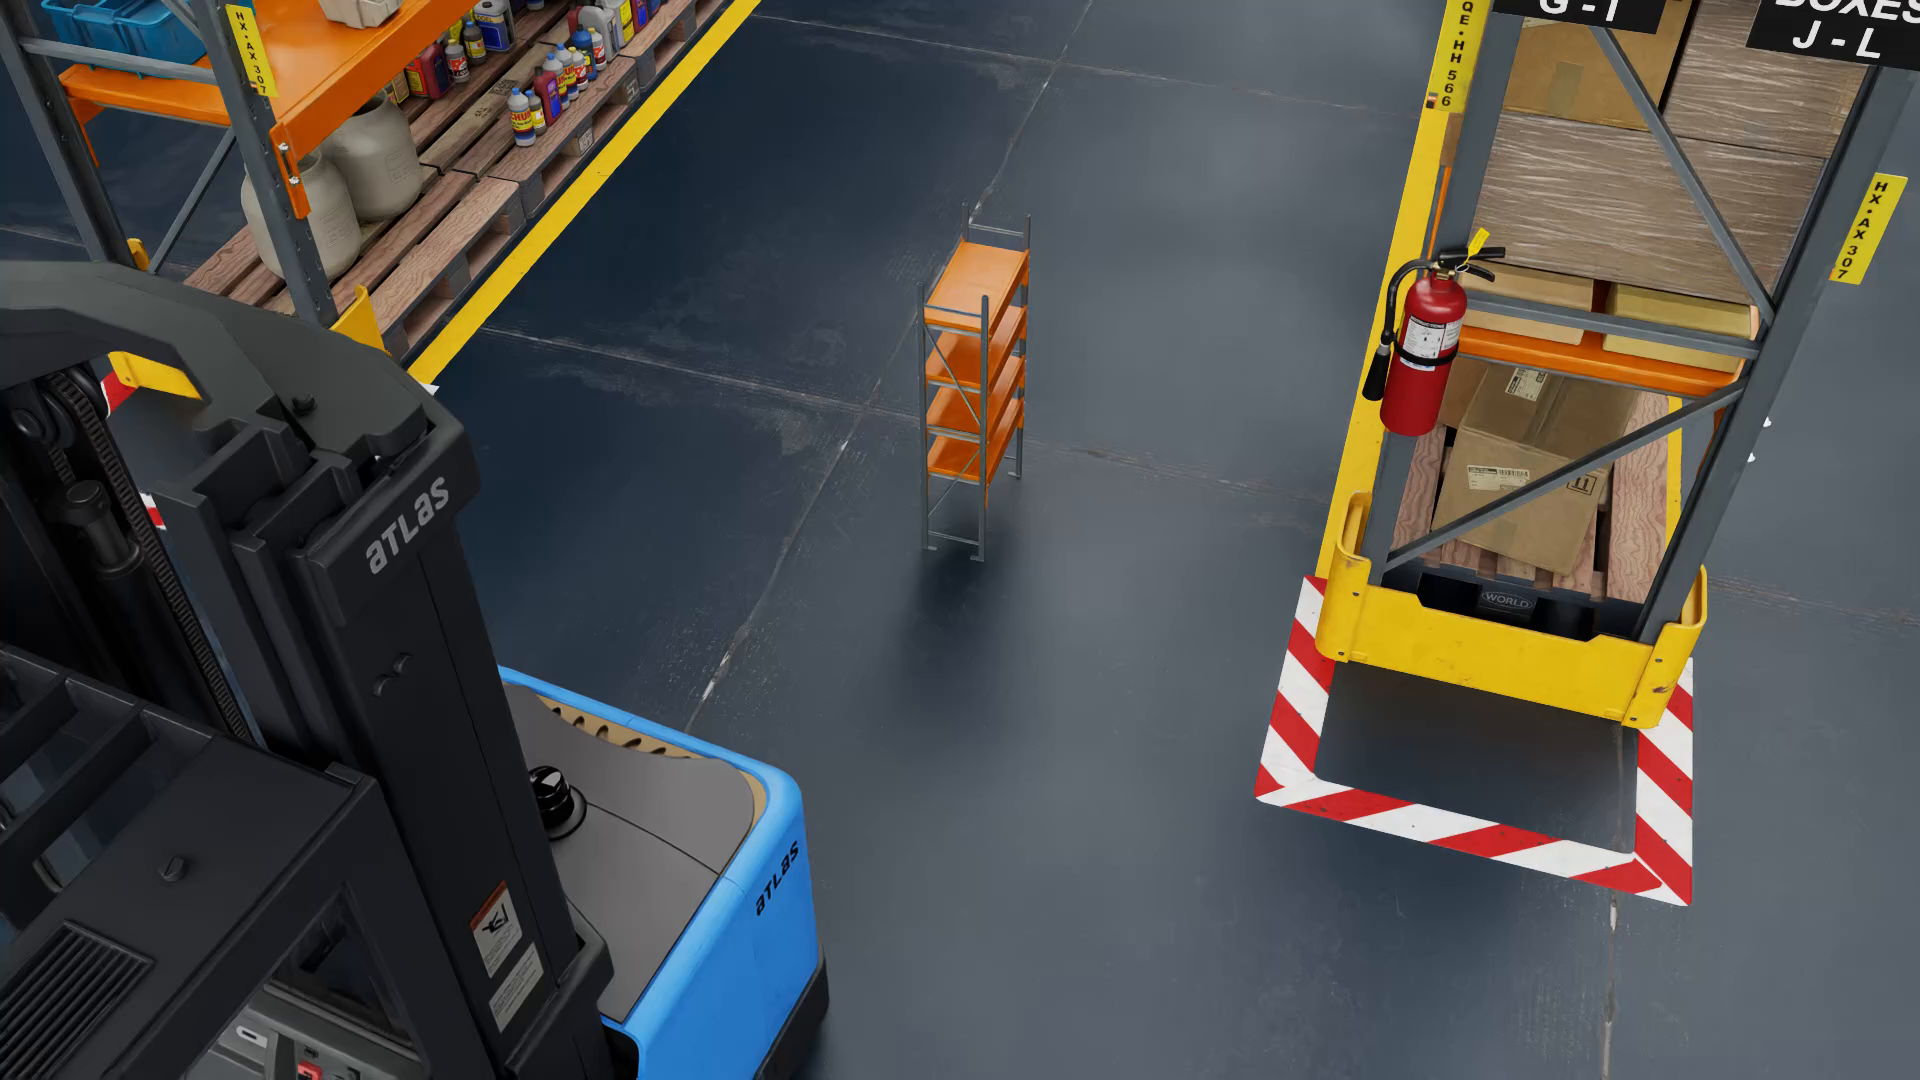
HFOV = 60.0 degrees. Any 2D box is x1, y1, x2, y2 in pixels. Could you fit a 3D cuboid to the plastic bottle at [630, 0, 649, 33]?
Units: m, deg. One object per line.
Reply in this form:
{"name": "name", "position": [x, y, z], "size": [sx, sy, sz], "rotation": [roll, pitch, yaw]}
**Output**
{"name": "plastic bottle", "position": [-1.675, -2.777, 8.570], "size": [0.061, 0.283, 0.133], "rotation": [15, 46, 15]}

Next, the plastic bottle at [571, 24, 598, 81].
{"name": "plastic bottle", "position": [-1.857, -2.414, 8.209], "size": [0.097, 0.271, 0.097], "rotation": [0, 44, 0]}

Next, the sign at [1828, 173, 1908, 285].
{"name": "sign", "position": [2.339, -0.805, 4.309], "size": [0.100, 0.325, 0.005], "rotation": [13, 46, 13]}

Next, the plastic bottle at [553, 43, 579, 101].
{"name": "plastic bottle", "position": [-1.918, -2.279, 8.071], "size": [0.097, 0.271, 0.097], "rotation": [0, 44, 0]}

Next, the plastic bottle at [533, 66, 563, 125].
{"name": "plastic bottle", "position": [-1.966, -2.136, 7.915], "size": [0.061, 0.283, 0.133], "rotation": [13, 46, 13]}

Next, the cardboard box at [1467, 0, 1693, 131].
{"name": "cardboard box", "position": [1.753, -1.529, 4.669], "size": [0.500, 0.500, 0.500], "rotation": [13, 46, 13]}

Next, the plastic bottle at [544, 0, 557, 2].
{"name": "plastic bottle", "position": [-2.189, -3.056, 8.807], "size": [0.144, 0.351, 0.185], "rotation": [13, 46, 13]}

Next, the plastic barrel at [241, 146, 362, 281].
{"name": "plastic barrel", "position": [-2.772, -1.375, 6.989], "size": [0.421, 0.512, 0.421], "rotation": [0, 44, 0]}

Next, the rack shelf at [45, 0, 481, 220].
{"name": "rack shelf", "position": [-2.293, -2.736, 7.415], "size": [1.077, 0.370, 4.000], "rotation": [13, 46, 13]}

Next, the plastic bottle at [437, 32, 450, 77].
{"name": "plastic bottle", "position": [-2.615, -2.415, 8.206], "size": [0.152, 0.276, 0.135], "rotation": [11, 46, 11]}

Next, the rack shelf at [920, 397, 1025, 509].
{"name": "rack shelf", "position": [0.050, -0.349, 6.129], "size": [0.258, 0.148, 0.480], "rotation": [13, 46, 13]}

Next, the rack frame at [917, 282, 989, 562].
{"name": "rack frame", "position": [-0.024, -0.377, 5.777], "size": [0.240, 1.200, 0.015], "rotation": [13, 46, 13]}

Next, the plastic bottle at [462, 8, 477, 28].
{"name": "plastic bottle", "position": [-2.513, -2.677, 8.420], "size": [0.144, 0.351, 0.185], "rotation": [12, 46, 12]}

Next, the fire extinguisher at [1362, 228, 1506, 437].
{"name": "fire extinguisher", "position": [1.348, -0.604, 4.778], "size": [0.296, 0.674, 0.183], "rotation": [13, 46, 13]}

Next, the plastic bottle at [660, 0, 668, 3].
{"name": "plastic bottle", "position": [-1.607, -3.046, 8.797], "size": [0.144, 0.351, 0.185], "rotation": [11, 46, 11]}

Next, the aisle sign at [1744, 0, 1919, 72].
{"name": "aisle sign", "position": [2.089, -1.435, 3.713], "size": [0.394, 0.787, 0.004], "rotation": [13, 46, 13]}

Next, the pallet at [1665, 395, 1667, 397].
{"name": "pallet", "position": [2.496, -1.009, 7.130], "size": [1.003, 0.211, 1.213], "rotation": [13, 46, 13]}

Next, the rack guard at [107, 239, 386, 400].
{"name": "rack guard", "position": [-2.920, -0.827, 6.737], "size": [1.175, 0.500, 0.348], "rotation": [13, 46, 13]}

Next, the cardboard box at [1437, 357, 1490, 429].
{"name": "cardboard box", "position": [2.176, -0.686, 6.293], "size": [0.500, 0.500, 0.500], "rotation": [24, 49, 23]}

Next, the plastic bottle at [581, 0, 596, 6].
{"name": "plastic bottle", "position": [-1.869, -2.683, 8.475], "size": [0.061, 0.283, 0.133], "rotation": [13, 46, 13]}

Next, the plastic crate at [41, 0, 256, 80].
{"name": "plastic crate", "position": [-3.032, -2.003, 6.259], "size": [0.499, 0.251, 0.616], "rotation": [13, 46, 13]}

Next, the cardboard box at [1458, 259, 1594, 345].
{"name": "cardboard box", "position": [1.712, -0.754, 5.056], "size": [0.380, 0.149, 0.250], "rotation": [13, 46, 13]}

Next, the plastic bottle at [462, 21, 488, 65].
{"name": "plastic bottle", "position": [-2.441, -2.503, 8.350], "size": [0.097, 0.201, 0.097], "rotation": [0, 44, 0]}

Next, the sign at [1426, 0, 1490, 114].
{"name": "sign", "position": [1.299, -1.268, 4.348], "size": [0.100, 0.325, 0.005], "rotation": [13, 46, 13]}

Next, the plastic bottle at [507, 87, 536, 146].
{"name": "plastic bottle", "position": [-2.052, -1.984, 7.769], "size": [0.097, 0.271, 0.097], "rotation": [0, 44, 0]}

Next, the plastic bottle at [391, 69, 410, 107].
{"name": "plastic bottle", "position": [-2.742, -2.245, 8.027], "size": [0.061, 0.283, 0.133], "rotation": [14, 46, 13]}

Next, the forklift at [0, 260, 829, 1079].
{"name": "forklift", "position": [-1.443, 1.110, 3.020], "size": [1.130, 2.935, 3.031], "rotation": [17, 47, 17]}

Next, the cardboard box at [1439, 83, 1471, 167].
{"name": "cardboard box", "position": [2.052, -1.472, 5.325], "size": [0.875, 0.500, 0.500], "rotation": [13, 46, 13]}

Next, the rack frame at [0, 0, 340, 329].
{"name": "rack frame", "position": [-2.898, -1.660, 5.801], "size": [1.000, 3.000, 0.127], "rotation": [13, 46, 13]}

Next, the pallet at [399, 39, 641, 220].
{"name": "pallet", "position": [-2.298, -2.074, 8.219], "size": [1.003, 0.211, 1.213], "rotation": [13, 46, 13]}

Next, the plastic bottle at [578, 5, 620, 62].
{"name": "plastic bottle", "position": [-1.816, -2.569, 8.363], "size": [0.152, 0.276, 0.135], "rotation": [13, 46, 13]}

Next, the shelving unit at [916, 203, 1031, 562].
{"name": "shelving unit", "position": [0.050, -0.539, 5.943], "size": [0.258, 1.200, 0.503], "rotation": [13, 46, 13]}

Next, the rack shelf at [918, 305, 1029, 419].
{"name": "rack shelf", "position": [0.050, -0.651, 5.834], "size": [0.258, 0.148, 0.480], "rotation": [13, 46, 13]}
